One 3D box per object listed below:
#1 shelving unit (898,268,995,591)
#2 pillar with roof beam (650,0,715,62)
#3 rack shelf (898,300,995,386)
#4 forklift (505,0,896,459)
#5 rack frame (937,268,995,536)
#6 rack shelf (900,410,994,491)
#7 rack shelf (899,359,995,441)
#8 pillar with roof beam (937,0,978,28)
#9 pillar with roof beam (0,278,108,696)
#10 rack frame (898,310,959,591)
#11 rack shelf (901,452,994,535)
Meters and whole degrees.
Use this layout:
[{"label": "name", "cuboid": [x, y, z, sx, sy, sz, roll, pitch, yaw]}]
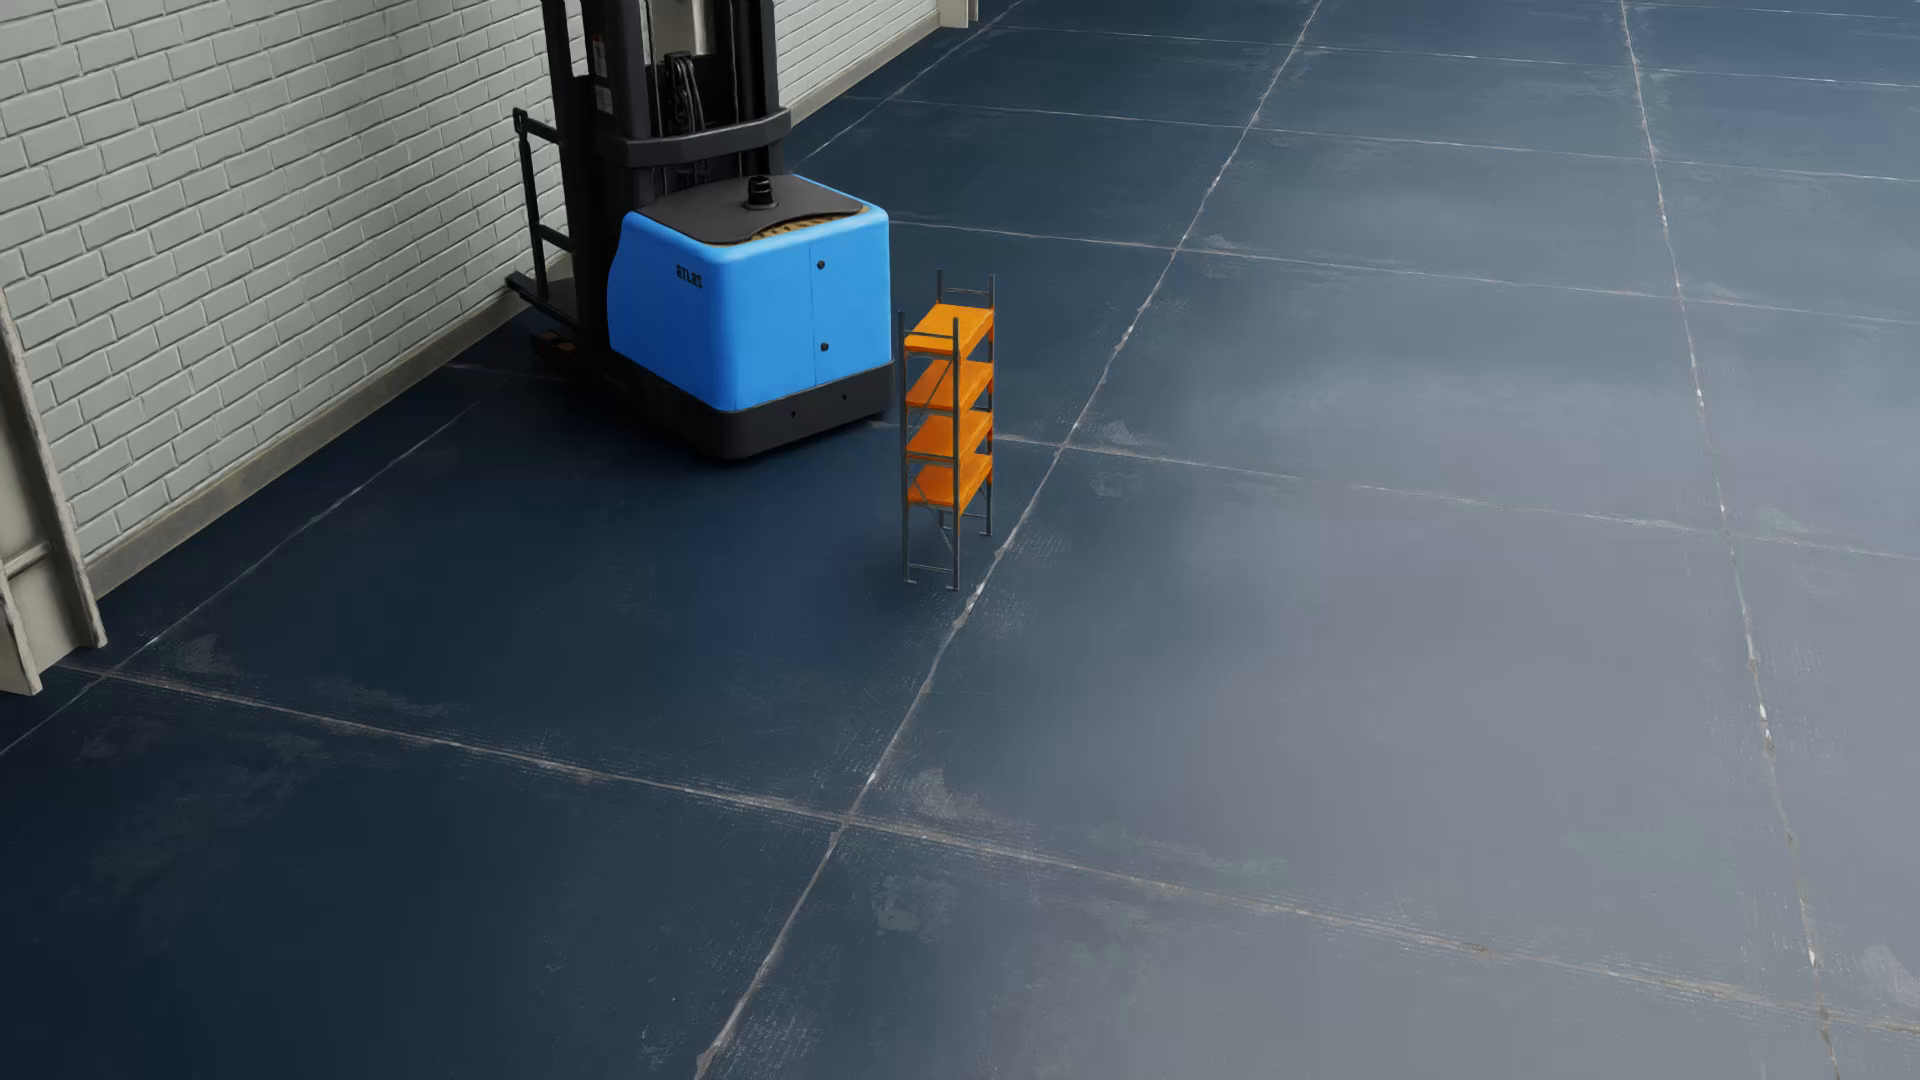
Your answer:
[{"label": "shelving unit", "cuboid": [-0.049, -0.447, 6.820, 0.258, 1.200, 0.503, 8, 30, 15]}, {"label": "pillar with roof beam", "cuboid": [2.328, -5.638, 8.128, 9.100, 9.000, 0.400, 8, 30, 15]}, {"label": "rack shelf", "cuboid": [-0.049, -0.791, 6.629, 0.258, 0.148, 0.480, 8, 30, 15]}, {"label": "forklift", "cuboid": [-1.654, -2.301, 8.372, 1.130, 2.935, 3.031, -22, 36, -34]}, {"label": "rack frame", "cuboid": [0.023, -0.561, 7.024, 0.240, 1.200, 0.015, 8, 30, 15]}, {"label": "rack shelf", "cuboid": [-0.049, -0.389, 6.853, 0.258, 0.148, 0.480, 8, 30, 15]}, {"label": "rack shelf", "cuboid": [-0.049, -0.584, 6.744, 0.258, 0.148, 0.480, 8, 30, 15]}, {"label": "pillar with roof beam", "cuboid": [4.089, -8.426, 13.140, 9.100, 9.000, 0.400, 8, 30, 15]}, {"label": "pillar with roof beam", "cuboid": [0.567, -2.850, 3.116, 9.100, 9.000, 0.400, 8, 30, 15]}, {"label": "rack frame", "cuboid": [-0.120, -0.334, 6.616, 0.240, 1.200, 0.015, 8, 30, 15]}, {"label": "rack shelf", "cuboid": [-0.049, -0.215, 6.949, 0.258, 0.148, 0.480, 8, 30, 15]}]
